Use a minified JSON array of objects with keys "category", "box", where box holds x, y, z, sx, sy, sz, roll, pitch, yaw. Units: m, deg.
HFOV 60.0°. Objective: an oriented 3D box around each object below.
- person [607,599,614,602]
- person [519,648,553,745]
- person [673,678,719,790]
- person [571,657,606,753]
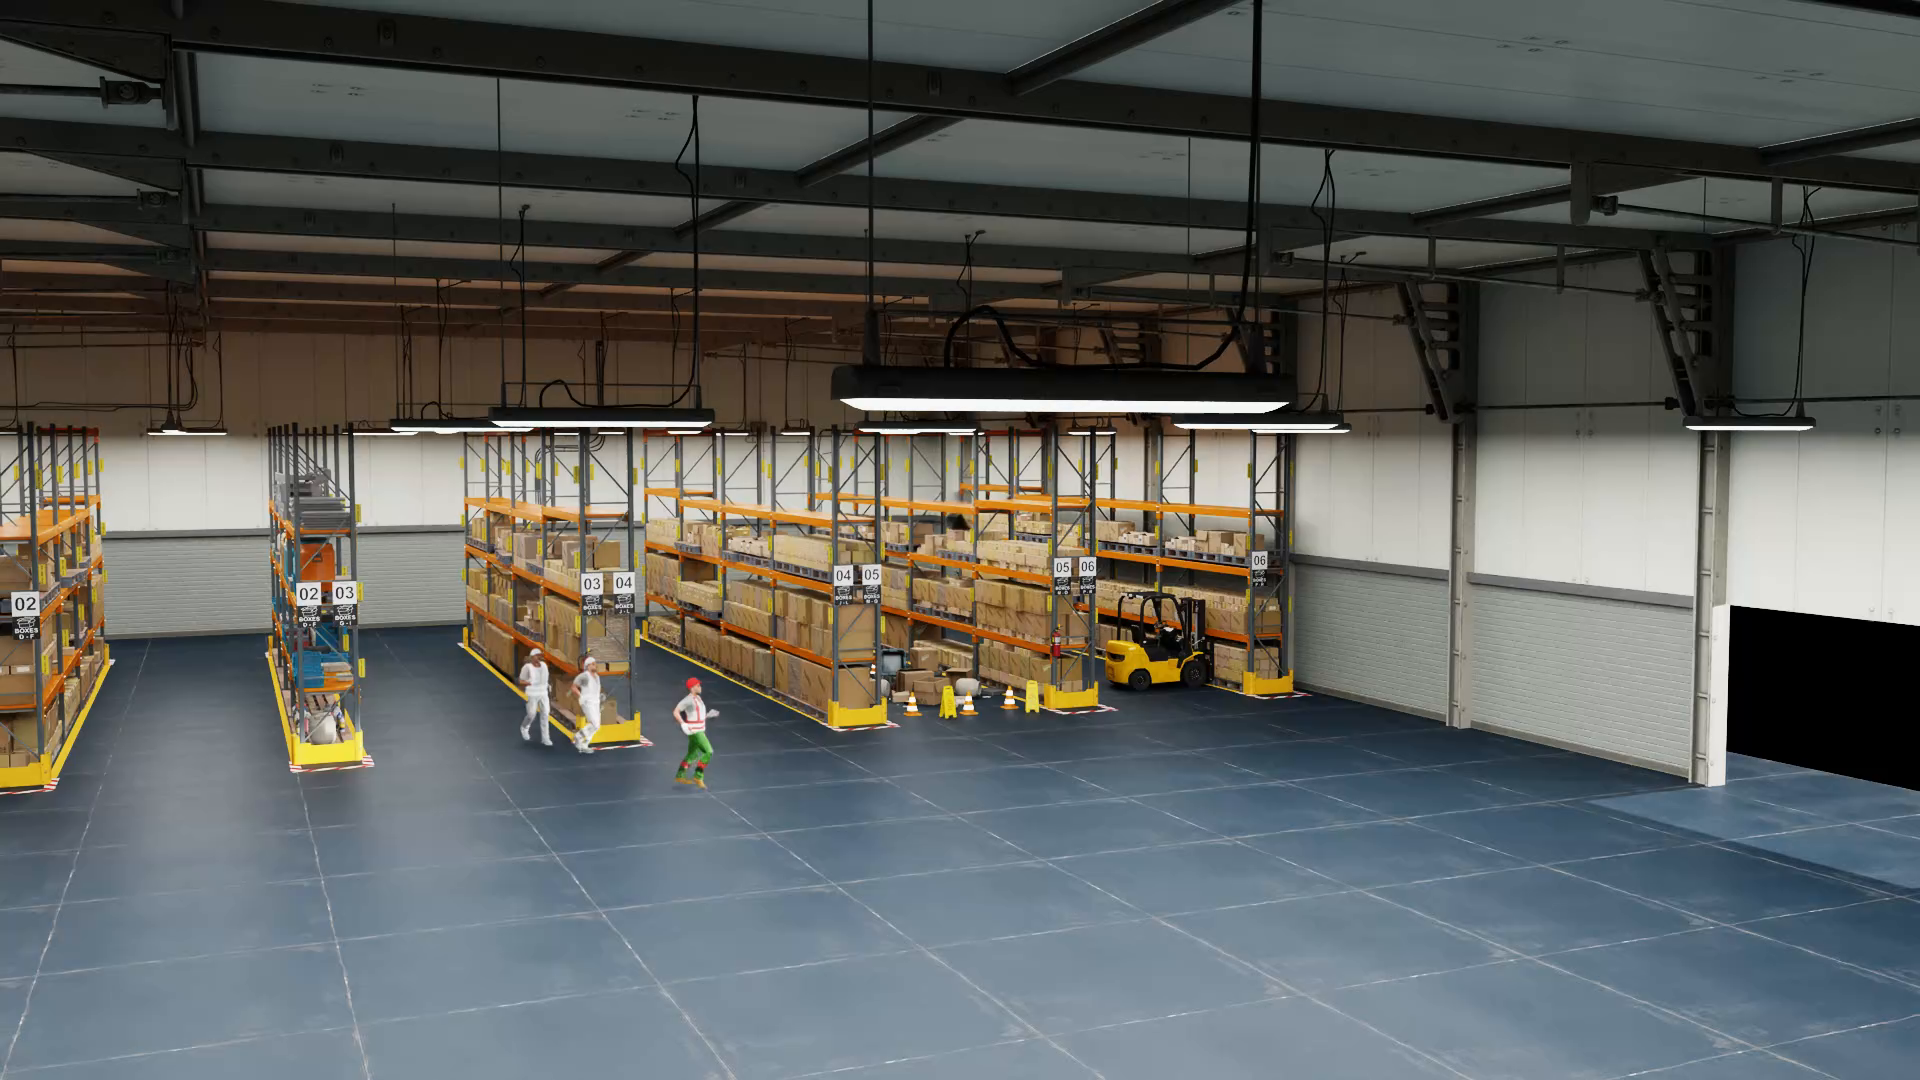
[{"category":"person","box":[-9.917,2.042,46.559,0.841,1.745,0.762,-1,4,-9]},{"category":"person","box":[-7.875,2.903,30.990,0.693,1.766,0.959,-3,5,-42]},{"category":"person","box":[-4.317,3.168,27.199,0.748,1.828,0.644,0,3,3]},{"category":"person","box":[-6.717,2.999,30.275,0.529,1.735,0.691,1,4,20]}]
